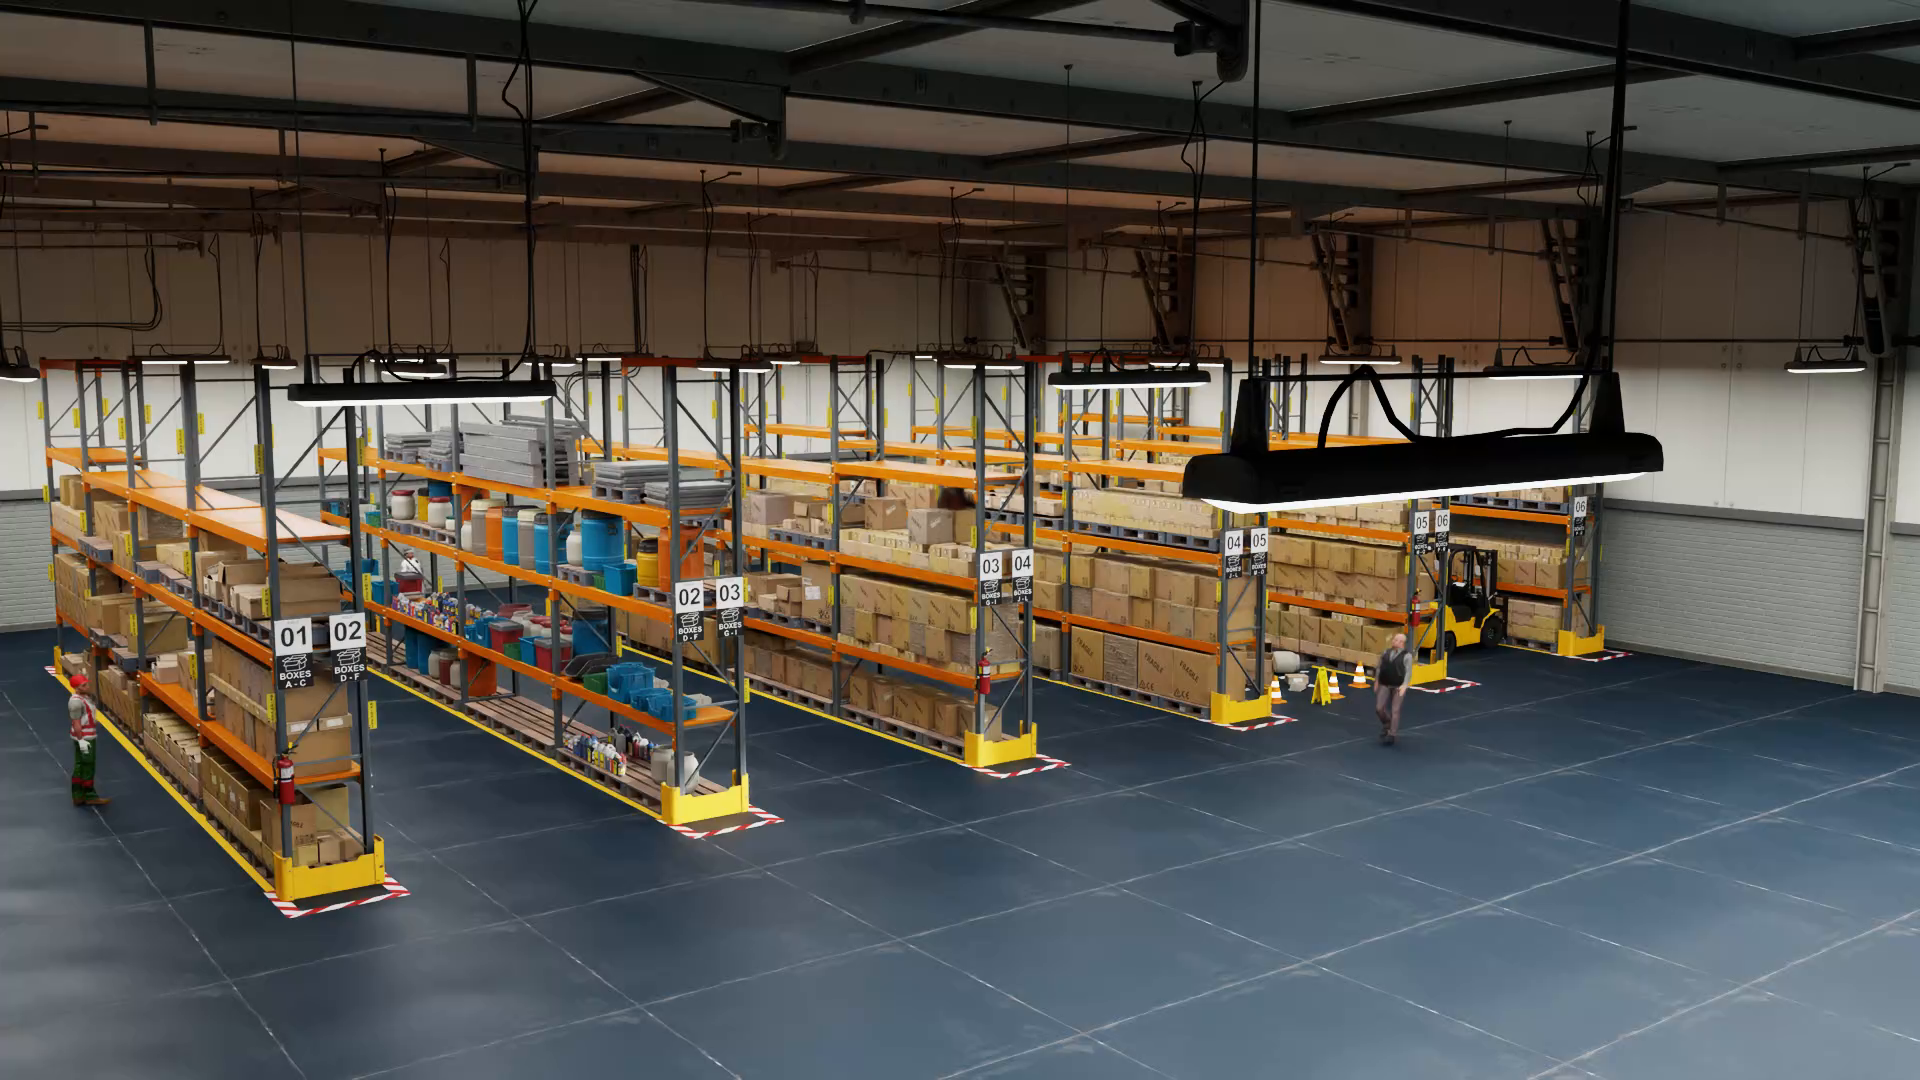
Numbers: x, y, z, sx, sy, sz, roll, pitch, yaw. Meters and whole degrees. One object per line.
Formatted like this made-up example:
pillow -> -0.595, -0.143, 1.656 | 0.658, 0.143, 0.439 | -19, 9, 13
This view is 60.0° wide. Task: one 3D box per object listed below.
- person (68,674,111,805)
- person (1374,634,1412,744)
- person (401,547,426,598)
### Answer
person -> -11.944, 2.715, 22.753 | 0.447, 1.796, 0.580 | -5, 8, -34
person -> 6.817, 2.336, 26.273 | 0.601, 1.697, 0.628 | 3, 8, 25
person -> -12.332, 0.995, 37.565 | 0.536, 1.676, 0.500 | -4, 8, -31
